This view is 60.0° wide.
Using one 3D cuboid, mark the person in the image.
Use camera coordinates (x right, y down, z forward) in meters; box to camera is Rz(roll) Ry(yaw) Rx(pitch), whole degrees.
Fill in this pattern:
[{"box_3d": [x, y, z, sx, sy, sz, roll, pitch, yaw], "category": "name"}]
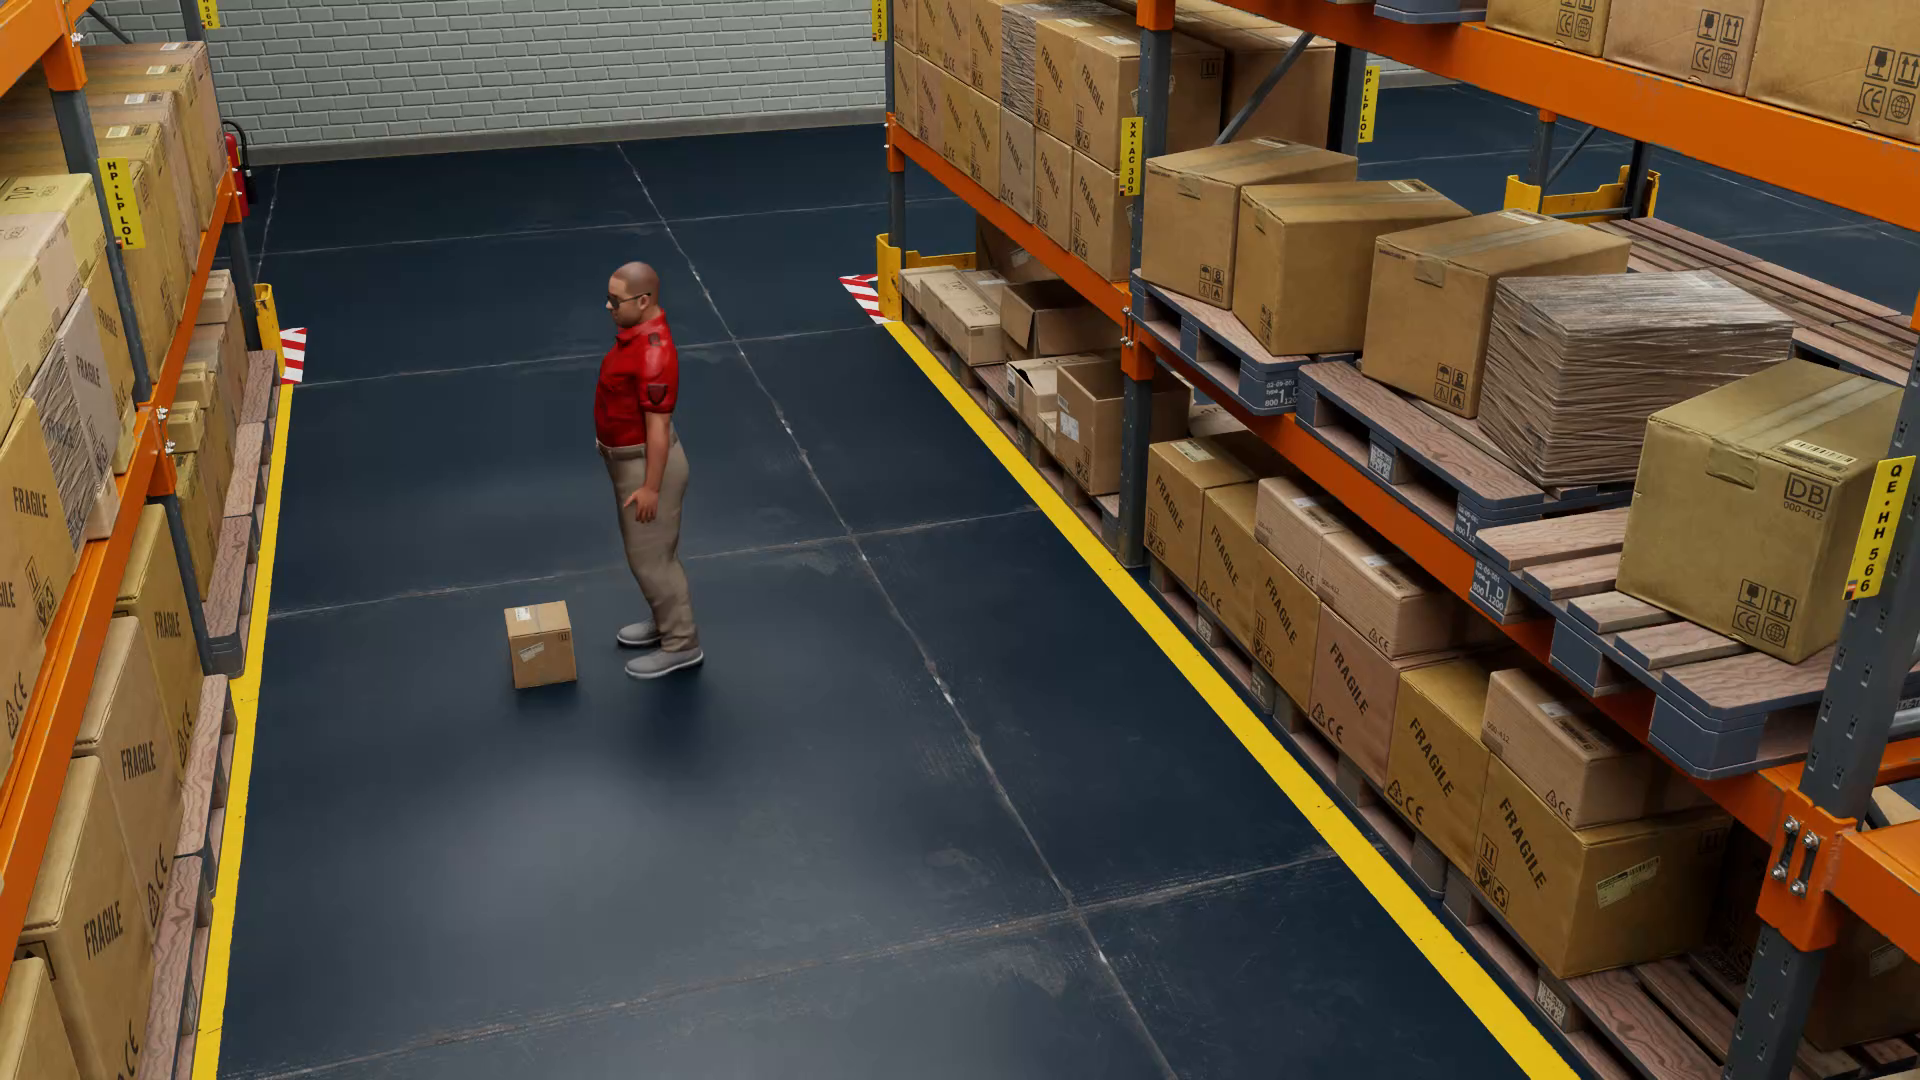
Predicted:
[{"box_3d": [-1.281, -0.281, 6.719, 0.360, 1.726, 0.528, -8, 27, -15], "category": "person"}]
